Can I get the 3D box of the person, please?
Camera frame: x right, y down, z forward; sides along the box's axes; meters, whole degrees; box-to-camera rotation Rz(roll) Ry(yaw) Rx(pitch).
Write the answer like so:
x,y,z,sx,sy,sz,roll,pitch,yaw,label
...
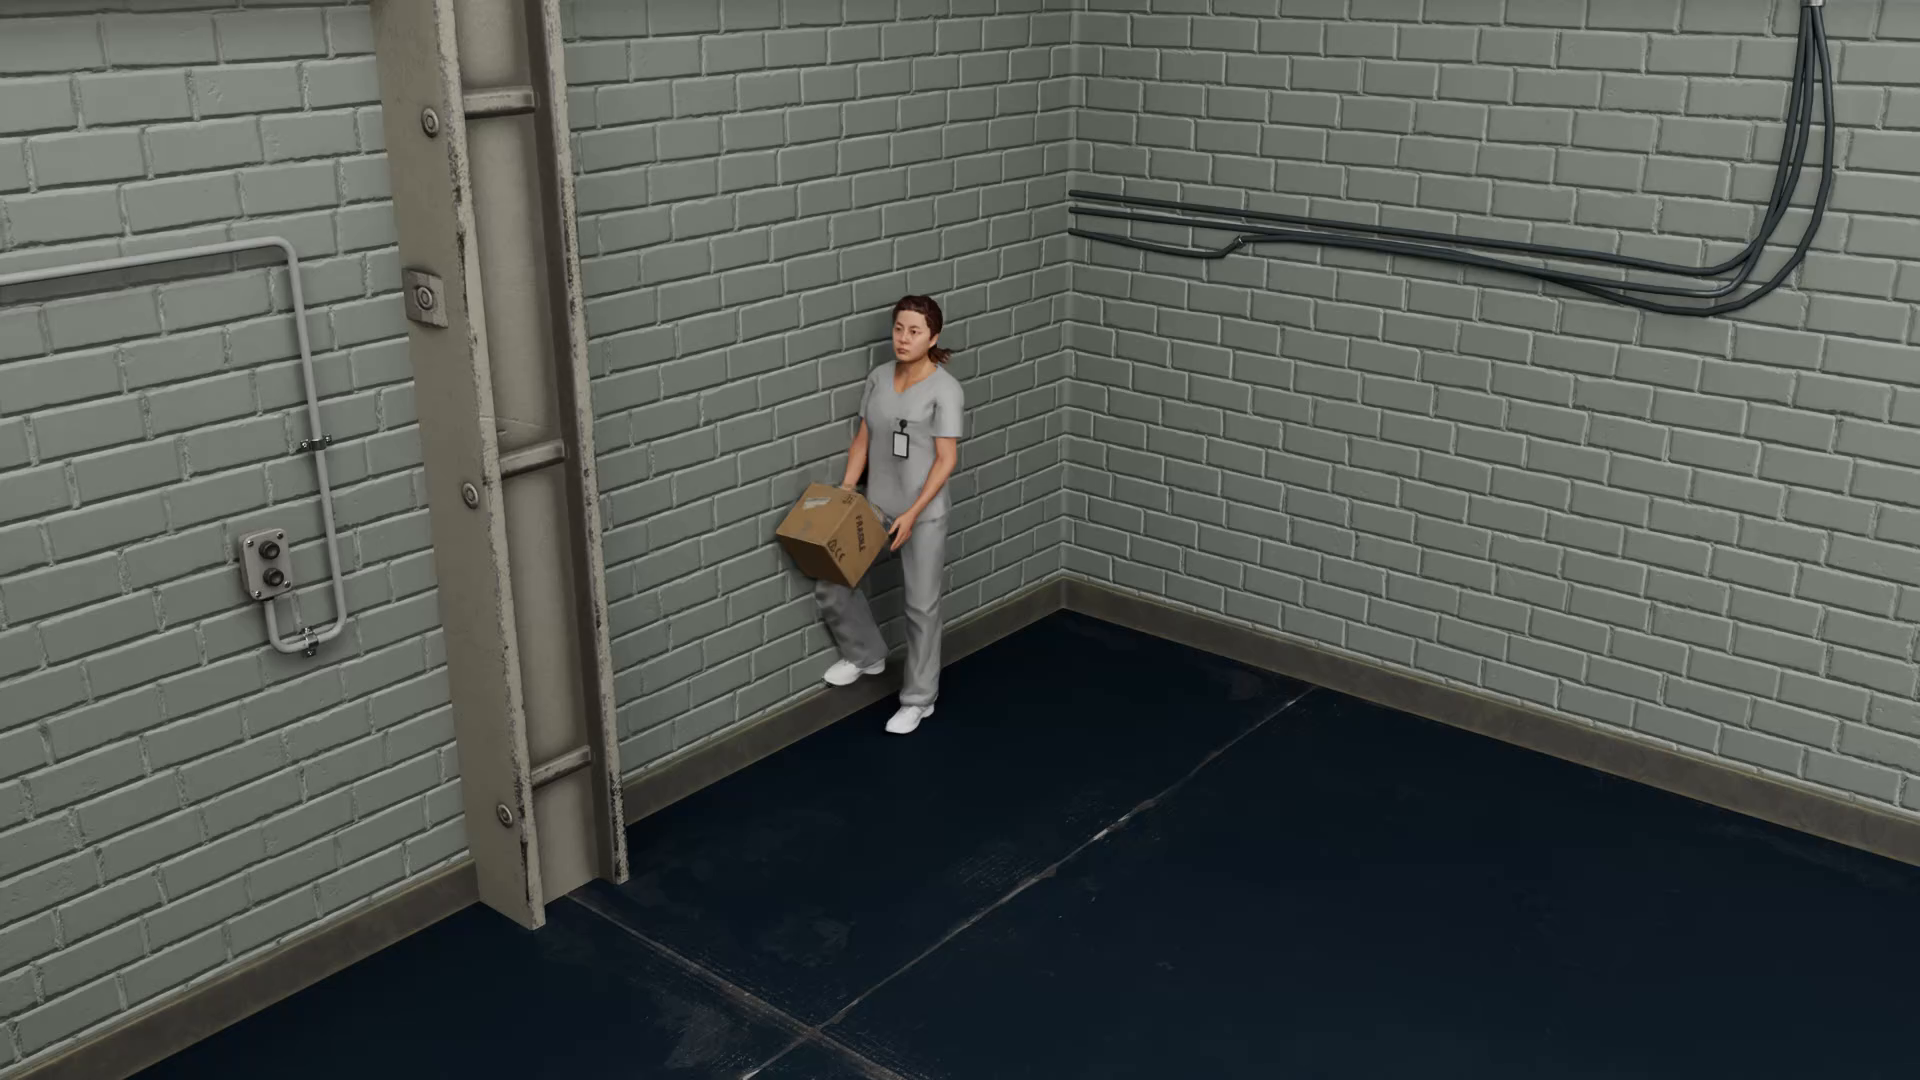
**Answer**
x,y,z,sx,sy,sz,roll,pitch,yaw,label
-0.241,-0.083,6.281,0.485,1.679,0.518,14,24,33,person
